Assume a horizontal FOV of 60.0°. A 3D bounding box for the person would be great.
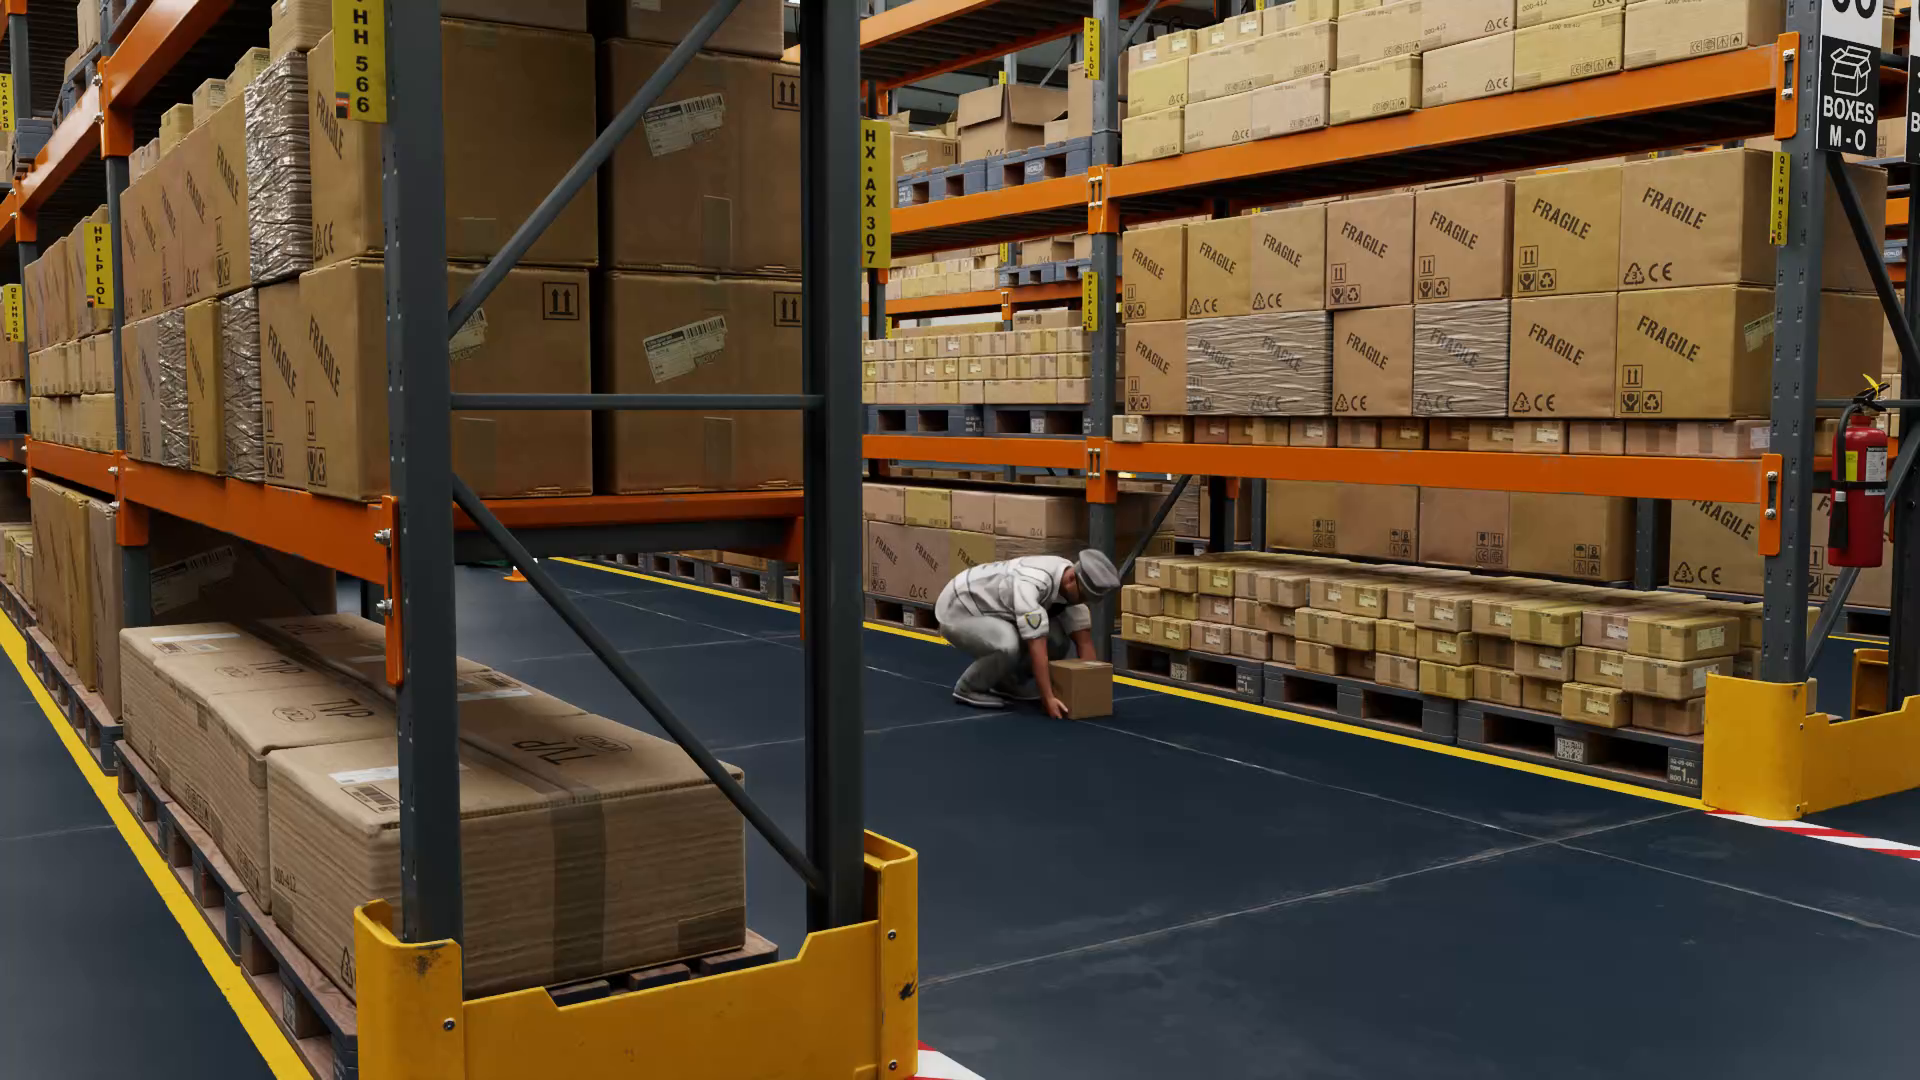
[{"bbox_3d":[0.339,0.464,8.321,1.001,0.877,0.541,4,6,42],"label":"person"}]
